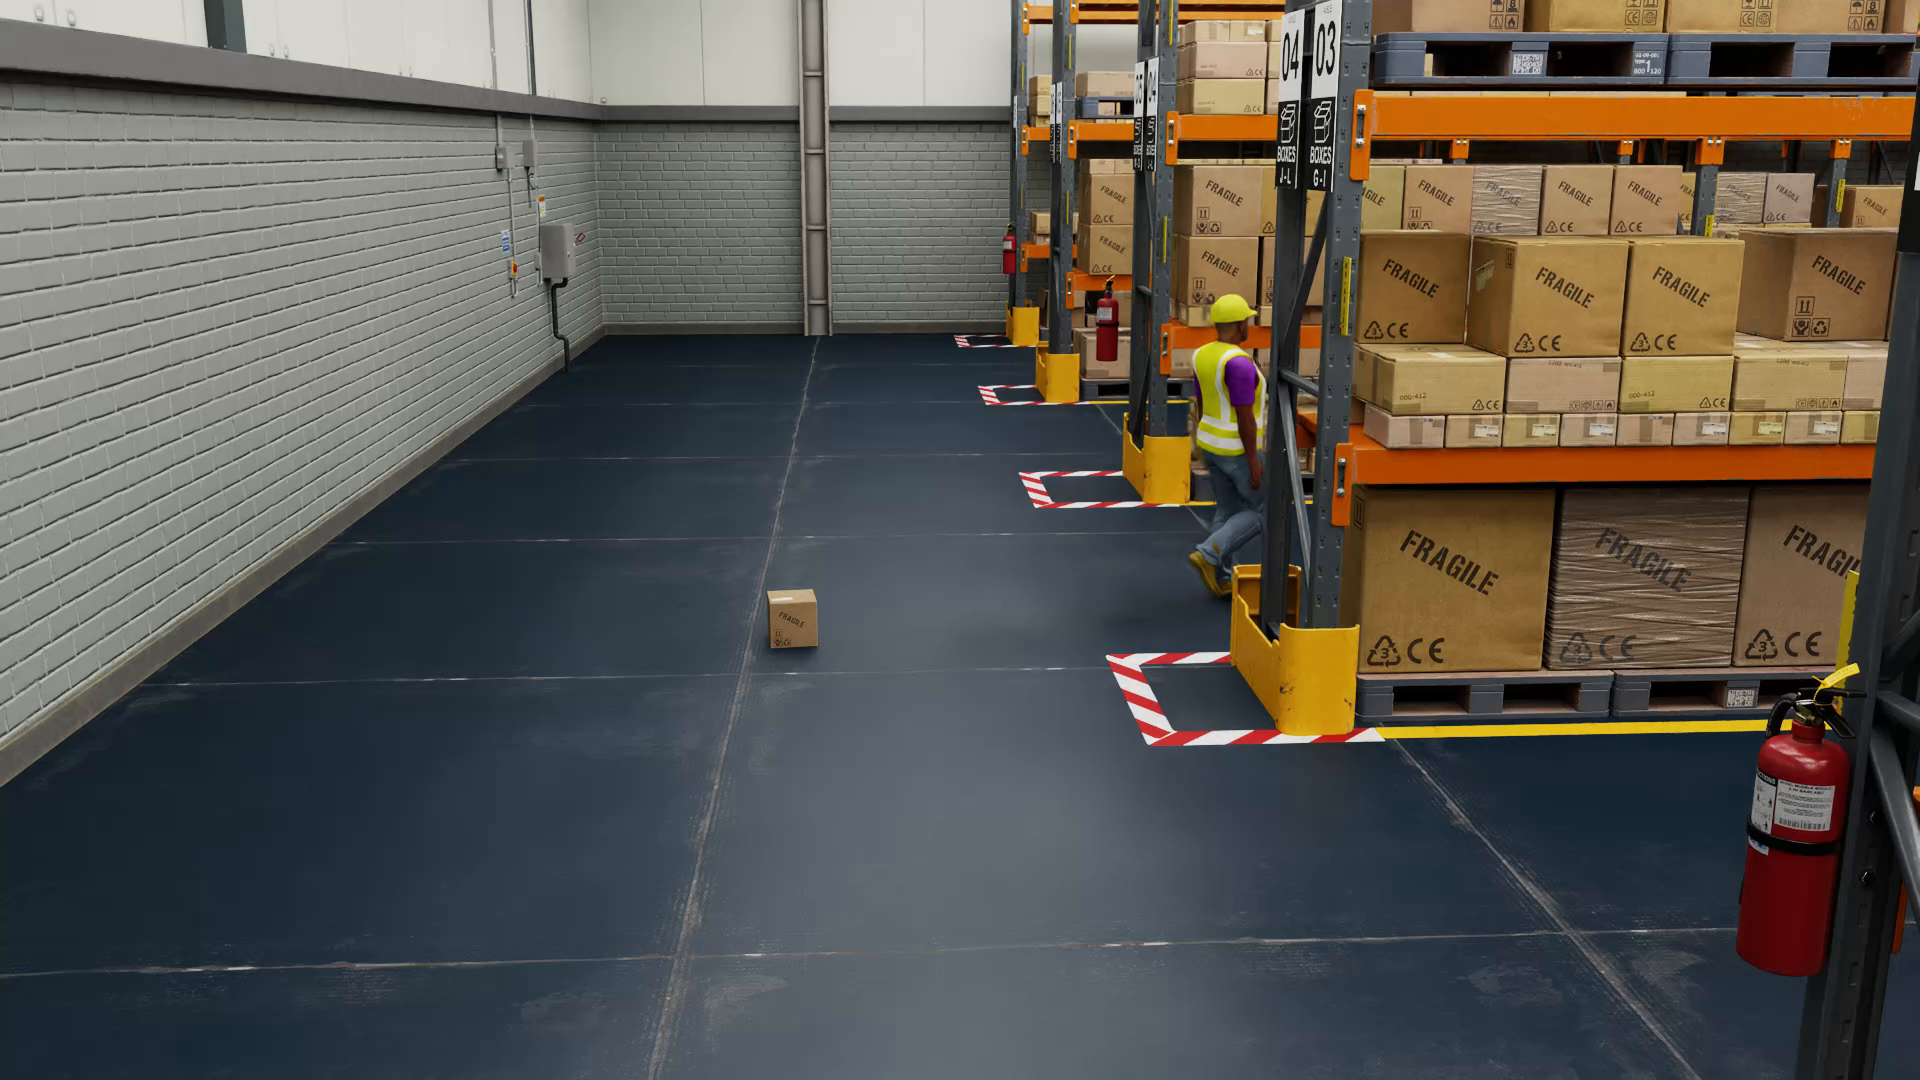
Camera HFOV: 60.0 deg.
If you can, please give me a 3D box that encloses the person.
[{"bbox_3d":[1.530,-0.517,9.496,0.540,1.757,0.591,-5,14,-21],"label":"person"}]
